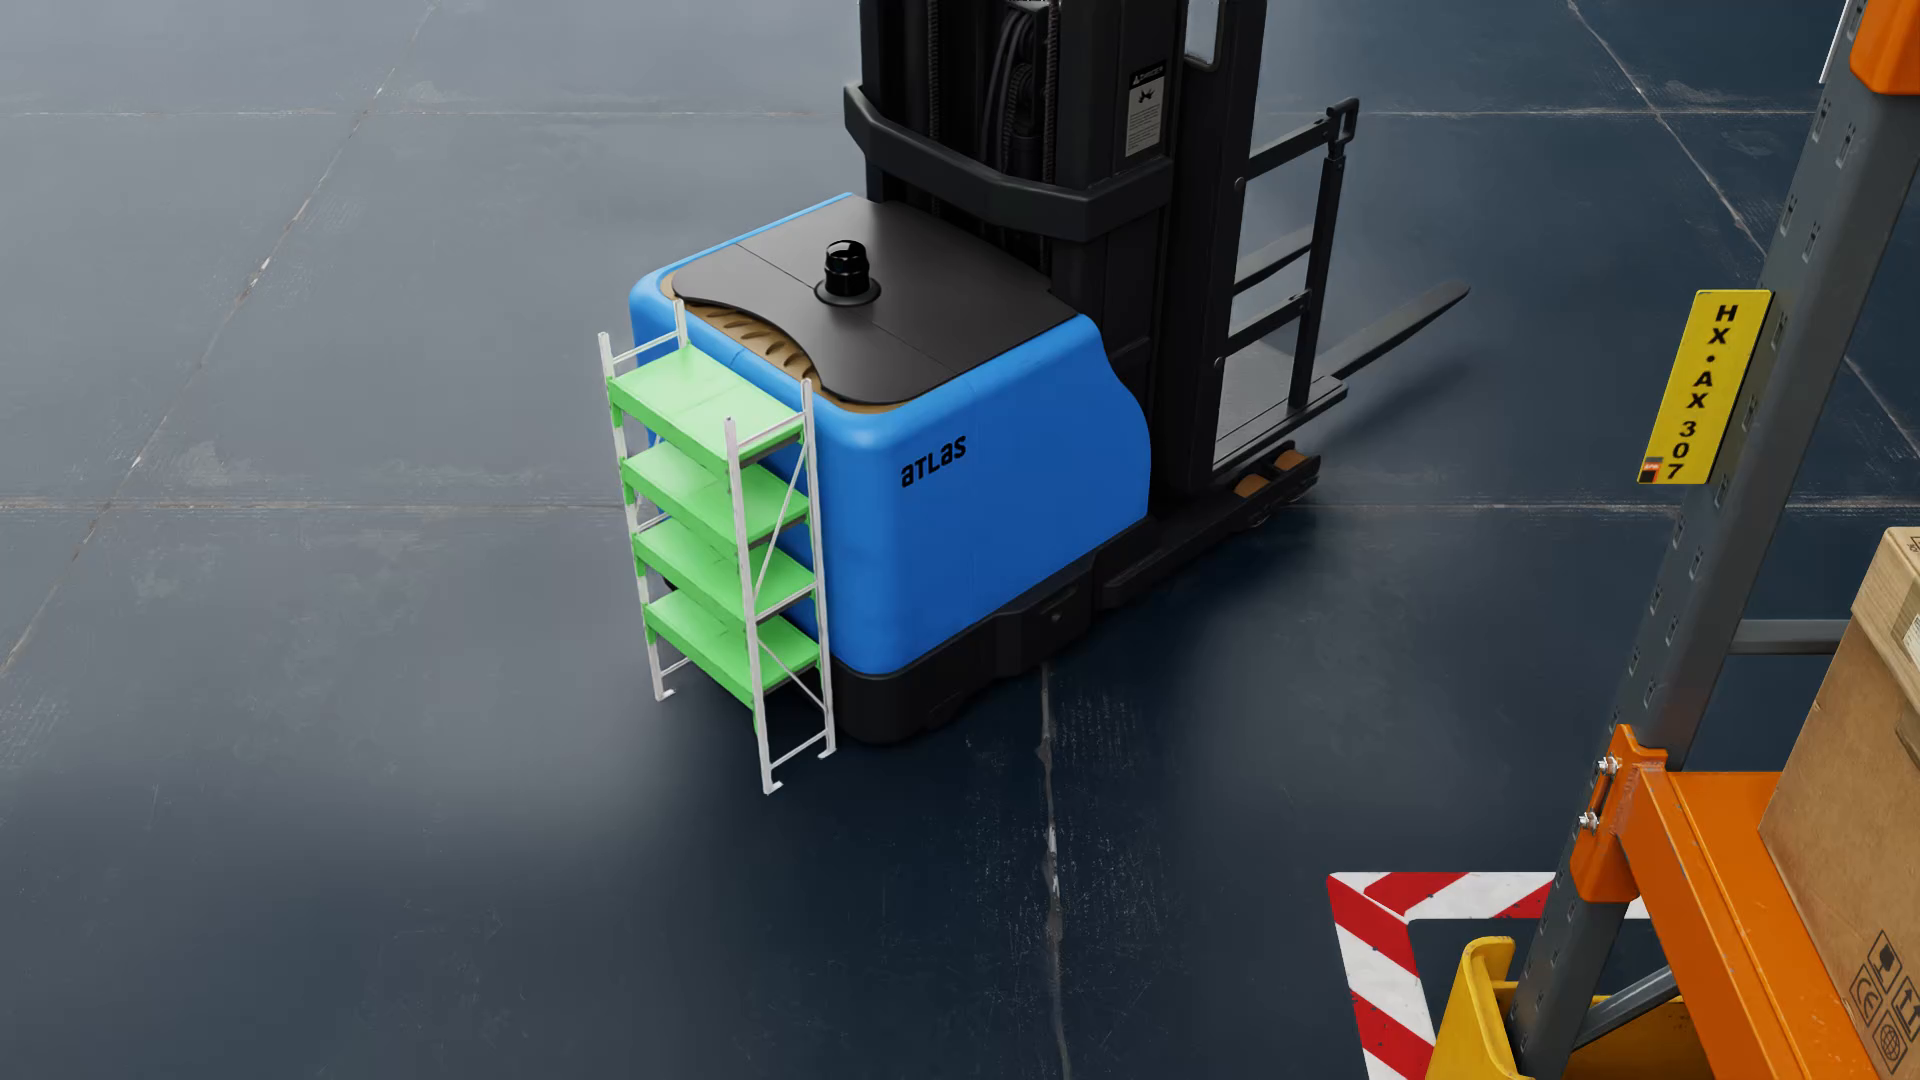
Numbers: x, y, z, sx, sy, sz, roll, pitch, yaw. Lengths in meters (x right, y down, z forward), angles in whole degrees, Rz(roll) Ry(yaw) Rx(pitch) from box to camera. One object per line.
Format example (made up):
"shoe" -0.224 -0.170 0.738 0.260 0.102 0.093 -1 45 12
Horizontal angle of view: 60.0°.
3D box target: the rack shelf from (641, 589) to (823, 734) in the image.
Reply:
"rack shelf" -0.598 0.280 4.426 0.258 0.148 0.480 -31 48 -33

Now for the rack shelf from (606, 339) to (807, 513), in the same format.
"rack shelf" -0.598 -0.281 3.976 0.258 0.148 0.480 -31 48 -33

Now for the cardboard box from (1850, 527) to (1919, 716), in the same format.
"cardboard box" 1.392 0.114 2.111 0.380 0.149 0.250 0 39 0

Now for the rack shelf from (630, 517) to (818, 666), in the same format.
"rack shelf" -0.598 0.093 4.276 0.258 0.148 0.480 -31 48 -33

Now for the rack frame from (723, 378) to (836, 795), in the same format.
"rack frame" -0.430 0.154 4.099 0.240 1.200 0.015 -31 48 -33

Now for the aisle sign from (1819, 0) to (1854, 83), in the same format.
"aisle sign" 1.301 -0.895 1.889 0.394 0.787 0.004 0 39 0

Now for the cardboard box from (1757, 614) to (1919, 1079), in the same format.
"cardboard box" 1.595 0.413 2.255 0.700 0.500 0.500 0 39 0

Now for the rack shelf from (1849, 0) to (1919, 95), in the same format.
"rack shelf" 1.609 0.521 0.377 1.077 0.370 4.000 0 39 0

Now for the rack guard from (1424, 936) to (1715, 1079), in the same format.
"rack guard" 1.607 1.121 3.451 1.175 0.500 0.348 0 39 0

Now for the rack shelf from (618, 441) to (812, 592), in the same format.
"rack shelf" -0.598 -0.094 4.126 0.258 0.148 0.480 -31 48 -33

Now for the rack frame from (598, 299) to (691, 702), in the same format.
"rack frame" -0.766 -0.067 4.374 0.240 1.200 0.015 -31 48 -33

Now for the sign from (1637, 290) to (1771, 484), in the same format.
"sign" 1.052 -0.212 2.360 0.100 0.325 0.005 0 39 0

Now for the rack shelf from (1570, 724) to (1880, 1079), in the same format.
"rack shelf" 1.609 1.692 1.315 1.077 0.370 4.000 0 39 0

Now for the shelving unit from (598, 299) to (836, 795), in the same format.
"shelving unit" -0.598 0.043 4.236 0.258 1.200 0.503 -31 48 -33

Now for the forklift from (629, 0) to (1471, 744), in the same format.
"forklift" 0.526 -1.399 4.652 3.031 2.935 1.130 -30 48 -32
